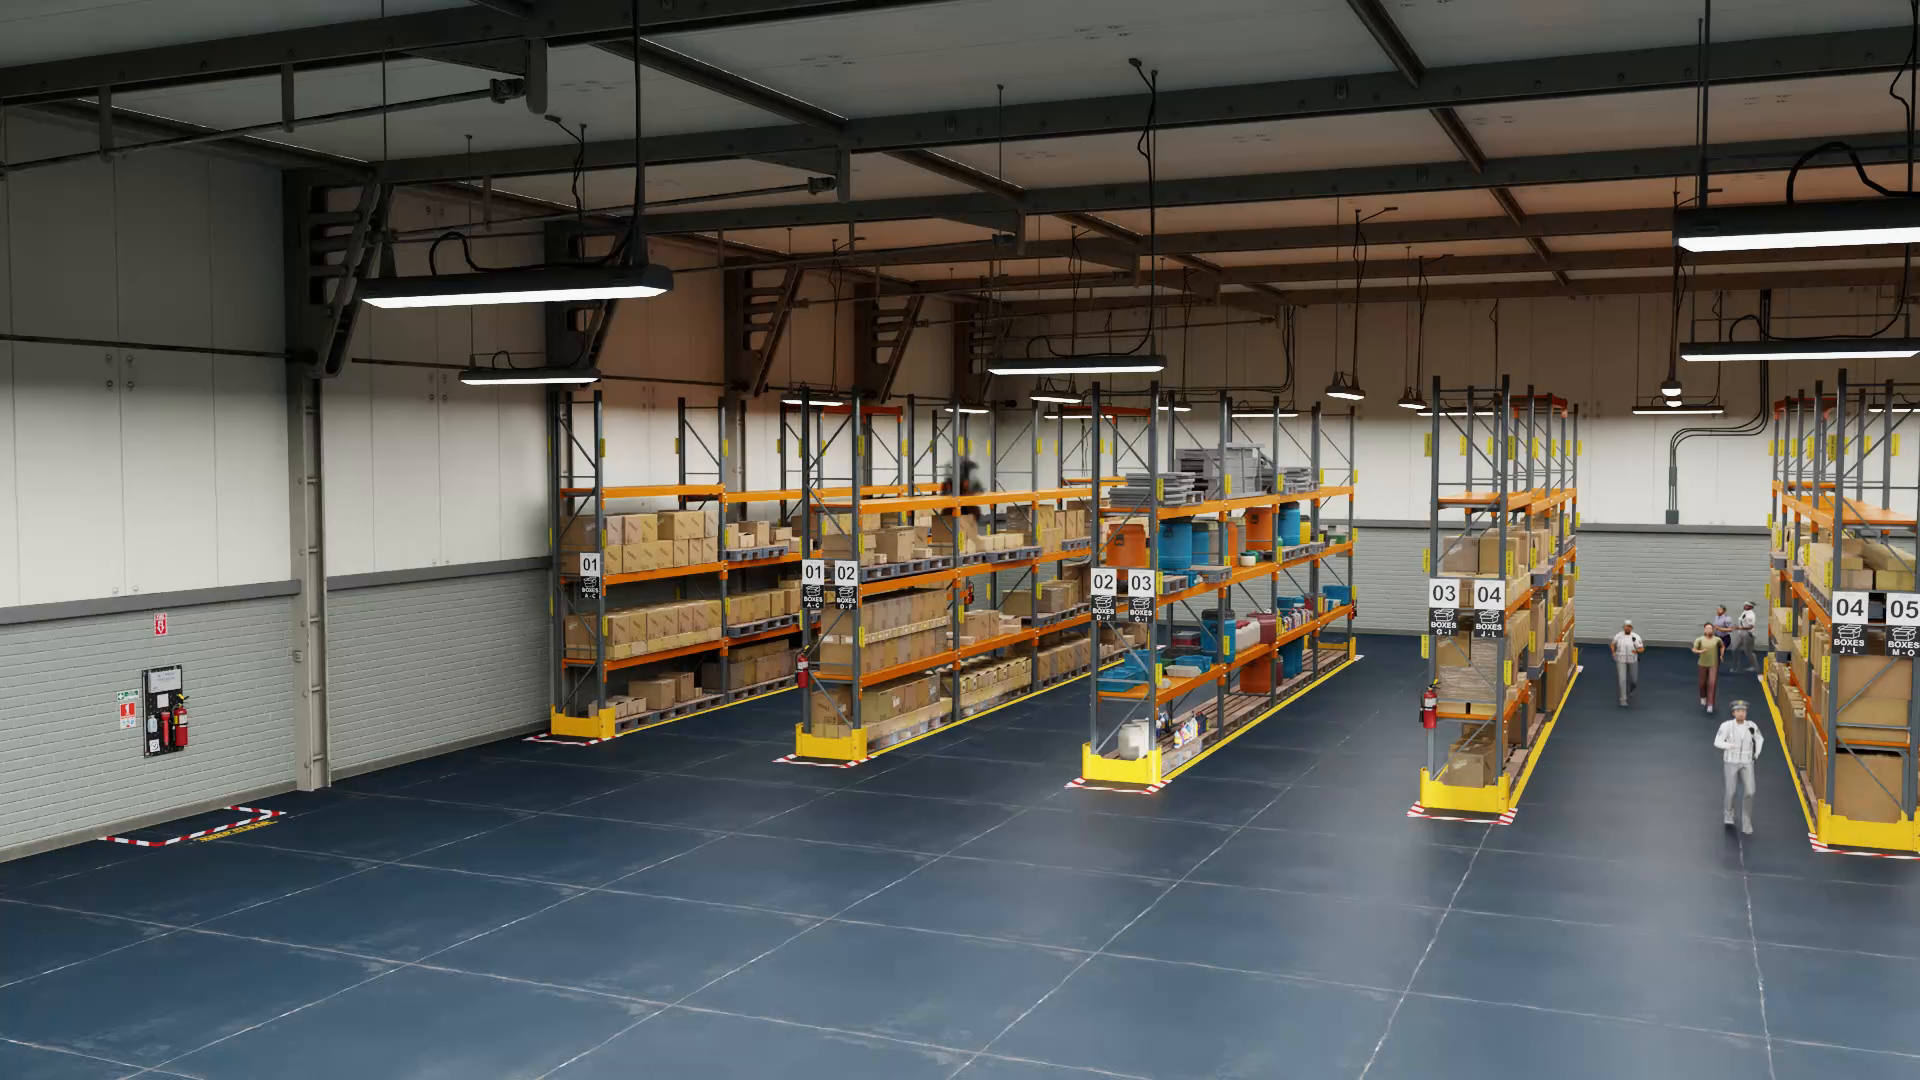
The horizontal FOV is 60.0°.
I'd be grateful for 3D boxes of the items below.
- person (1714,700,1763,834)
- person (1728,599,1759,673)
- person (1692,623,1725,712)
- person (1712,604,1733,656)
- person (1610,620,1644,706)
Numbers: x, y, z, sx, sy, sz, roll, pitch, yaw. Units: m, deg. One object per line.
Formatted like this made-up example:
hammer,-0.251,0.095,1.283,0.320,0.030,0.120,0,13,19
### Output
person,10.191,2.966,21.744,0.612,1.766,0.638,1,3,17
person,17.444,2.152,36.816,0.680,1.729,0.588,0,3,-5
person,14.234,2.395,31.637,0.574,1.653,0.970,1,3,24
person,16.724,2.197,36.797,0.507,1.566,0.842,-1,3,-18
person,13.022,2.384,32.474,0.619,1.638,0.833,1,3,21
